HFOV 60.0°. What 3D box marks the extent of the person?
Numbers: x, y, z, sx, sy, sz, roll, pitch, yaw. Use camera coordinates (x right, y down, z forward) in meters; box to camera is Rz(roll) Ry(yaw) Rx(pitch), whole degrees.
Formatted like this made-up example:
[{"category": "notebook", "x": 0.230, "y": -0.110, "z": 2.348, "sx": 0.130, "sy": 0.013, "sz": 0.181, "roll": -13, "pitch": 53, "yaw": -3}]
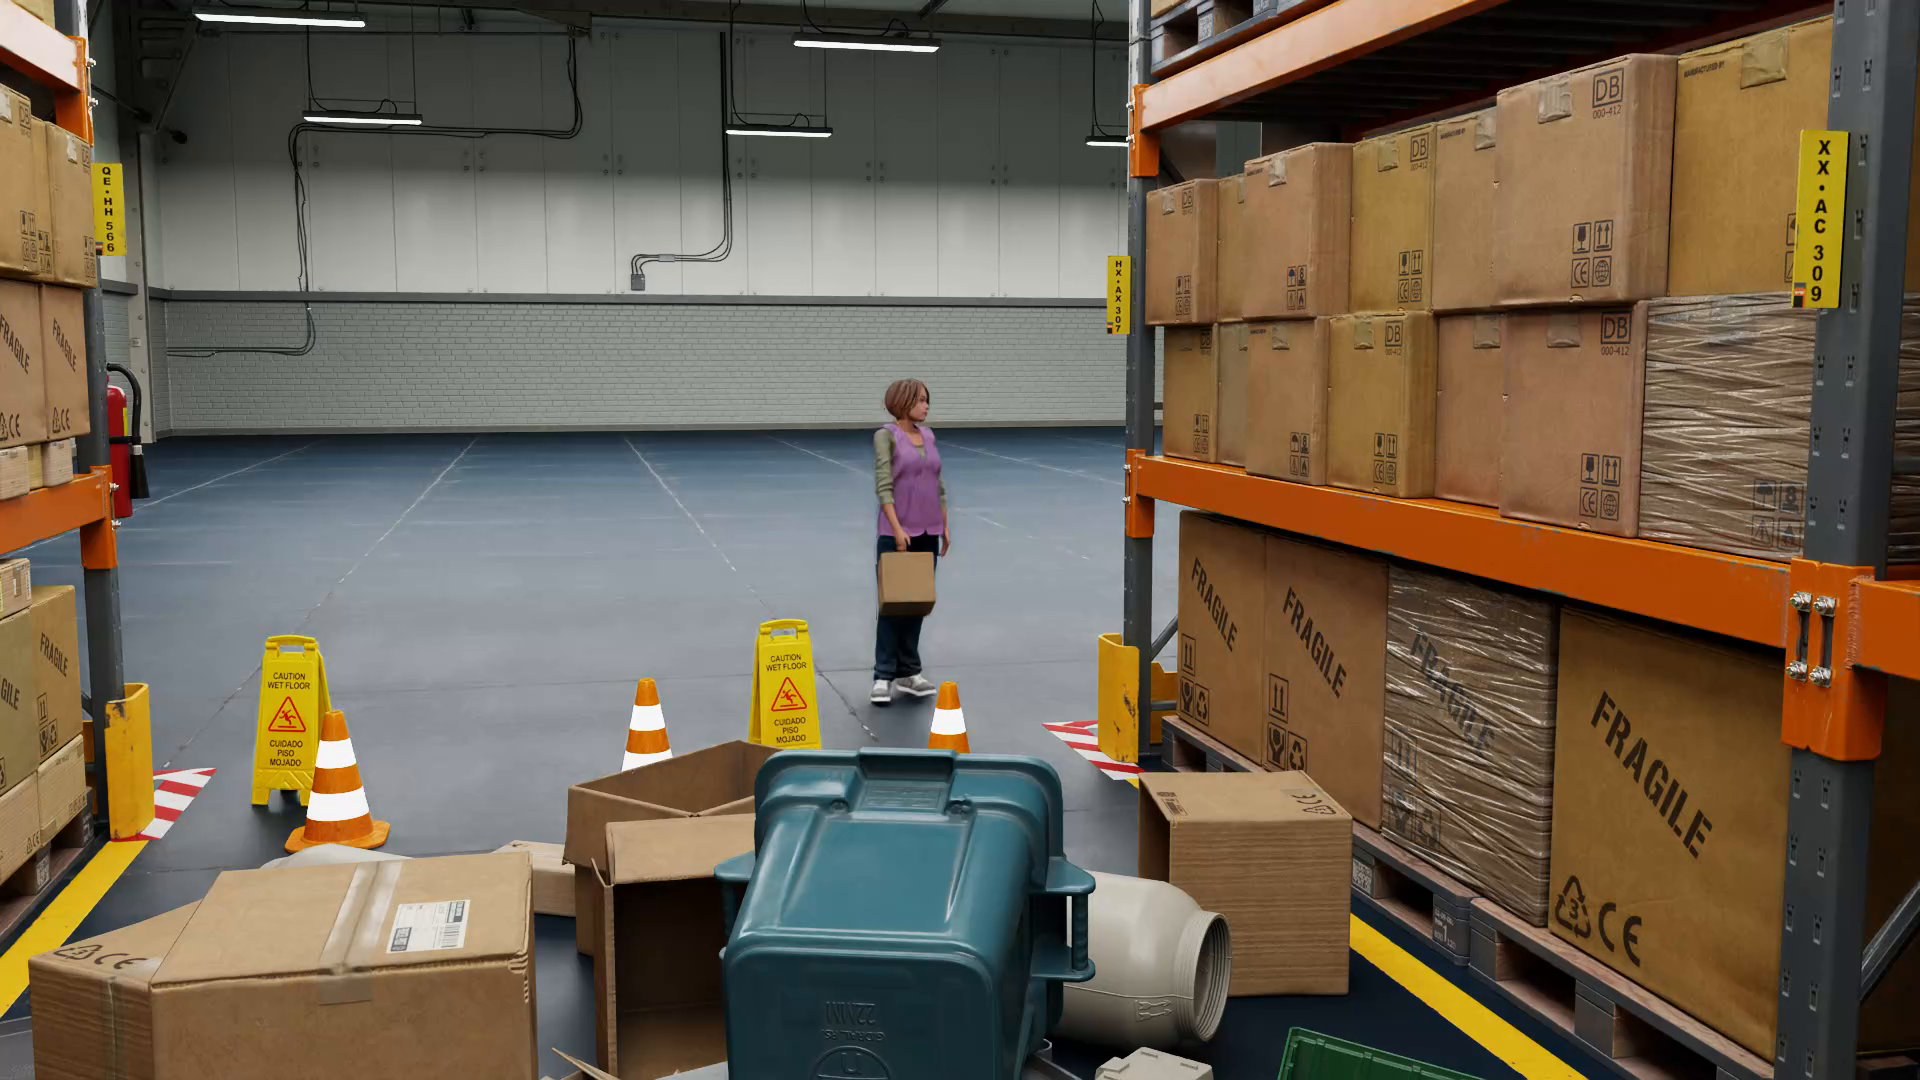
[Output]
[{"category": "person", "x": -0.260, "y": -0.007, "z": 8.323, "sx": 0.499, "sy": 1.605, "sz": 0.359, "roll": -5, "pitch": 8, "yaw": -40}]
